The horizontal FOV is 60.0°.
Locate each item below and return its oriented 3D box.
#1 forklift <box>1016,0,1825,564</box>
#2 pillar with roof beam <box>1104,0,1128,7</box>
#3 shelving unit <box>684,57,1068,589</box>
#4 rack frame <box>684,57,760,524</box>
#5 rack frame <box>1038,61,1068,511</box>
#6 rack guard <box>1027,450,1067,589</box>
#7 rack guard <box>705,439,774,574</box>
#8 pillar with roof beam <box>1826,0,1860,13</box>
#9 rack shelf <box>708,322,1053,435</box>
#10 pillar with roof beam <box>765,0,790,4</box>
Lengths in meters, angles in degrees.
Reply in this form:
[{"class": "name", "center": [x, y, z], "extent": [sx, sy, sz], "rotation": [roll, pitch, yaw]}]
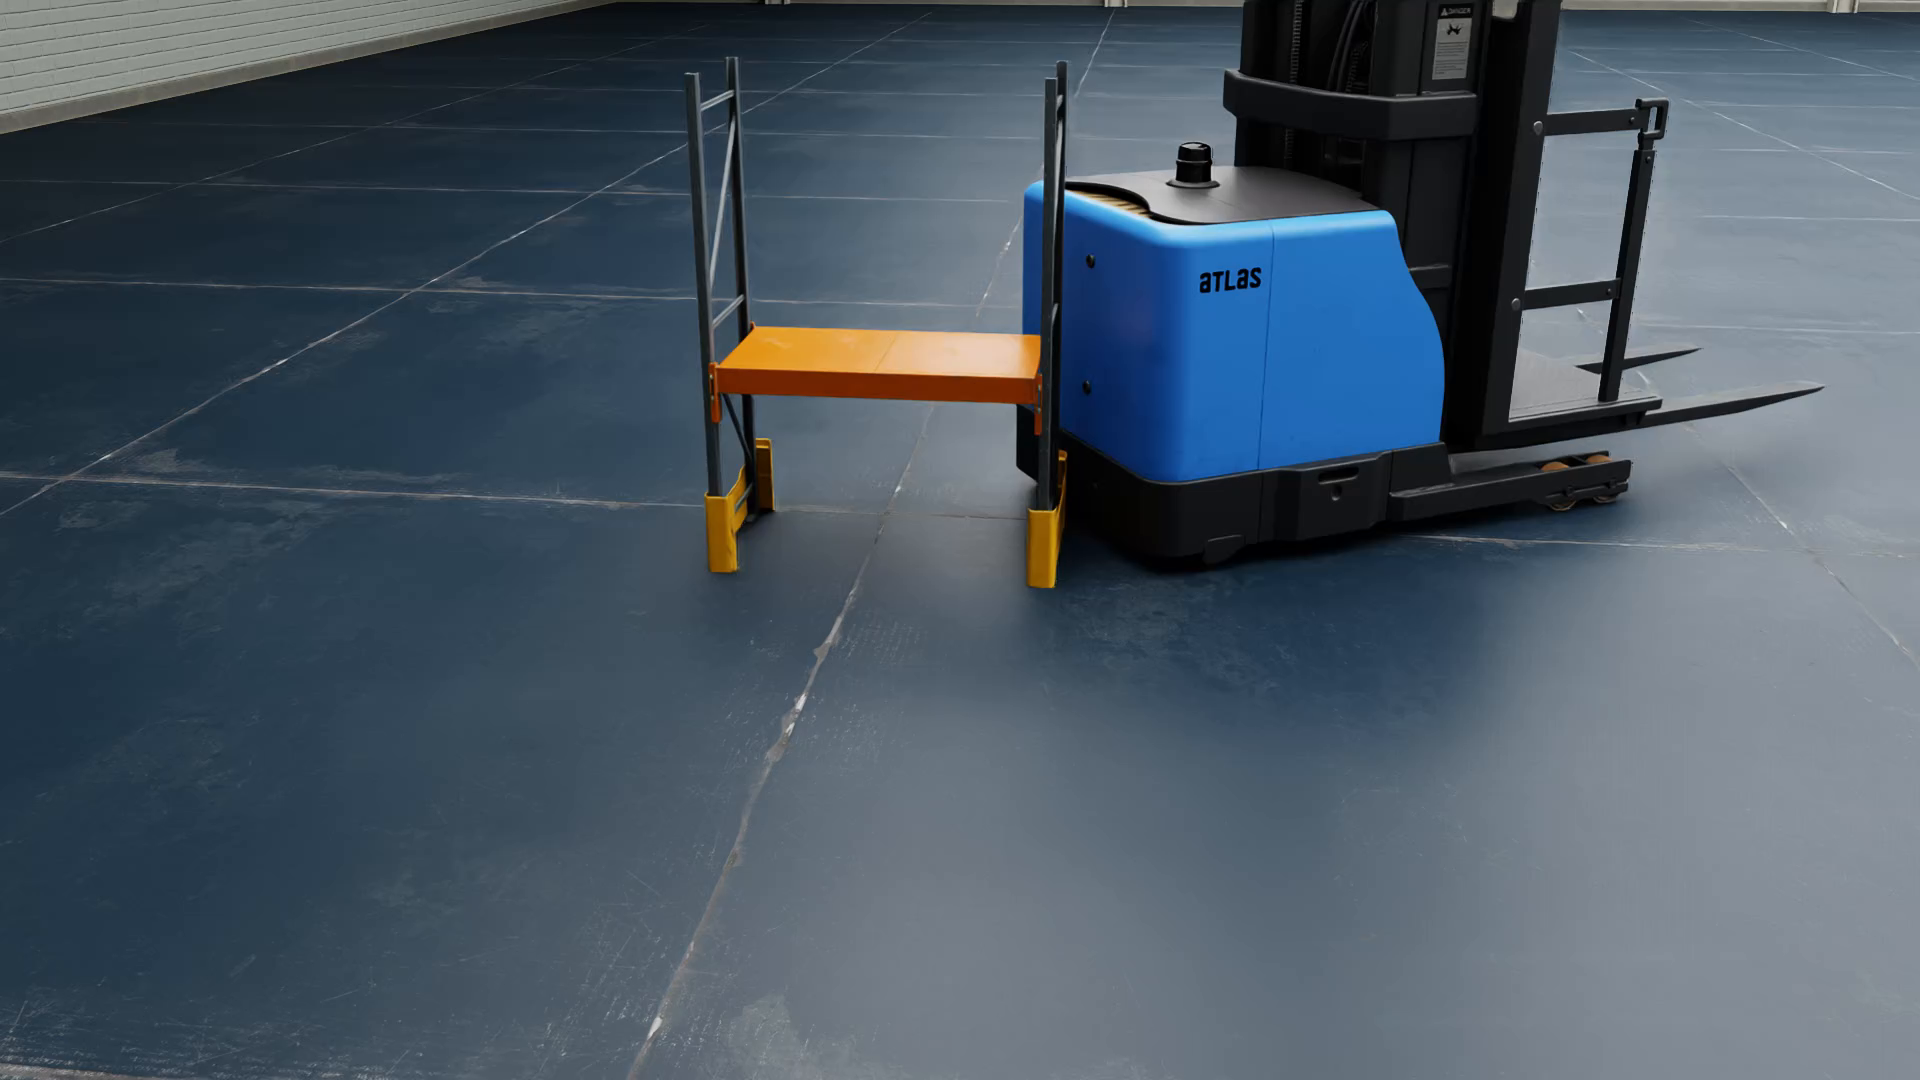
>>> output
[{"class": "forklift", "center": [1.763, -1.629, 5.573], "extent": [3.031, 2.935, 1.130], "rotation": [-9, 23, -22]}, {"class": "pillar with roof beam", "center": [2.209, -11.897, 23.294], "extent": [0.400, 9.000, 9.100], "rotation": [2, 22, 6]}, {"class": "shelving unit", "center": [-0.216, -0.679, 5.116], "extent": [1.083, 1.500, 0.587], "rotation": [3, 22, 6]}, {"class": "rack frame", "center": [-0.730, -0.702, 5.174], "extent": [0.032, 1.500, 0.500], "rotation": [3, 22, 6]}, {"class": "rack frame", "center": [0.280, -0.657, 5.061], "extent": [0.032, 1.500, 0.500], "rotation": [3, 22, 6]}, {"class": "rack guard", "center": [0.278, -0.075, 5.290], "extent": [0.087, 0.250, 0.587], "rotation": [3, 22, 6]}, {"class": "rack guard", "center": [-0.710, -0.119, 5.402], "extent": [0.087, 0.250, 0.587], "rotation": [3, 22, 6]}, {"class": "pillar with roof beam", "center": [14.125, -11.378, 21.980], "extent": [0.400, 9.000, 9.100], "rotation": [2, 22, 6]}, {"class": "rack shelf", "center": [-0.225, -0.512, 5.184], "extent": [1.000, 0.185, 0.538], "rotation": [3, 22, 6]}, {"class": "pillar with roof beam", "center": [-3.749, -12.157, 23.950], "extent": [0.400, 9.000, 9.100], "rotation": [2, 22, 6]}]
